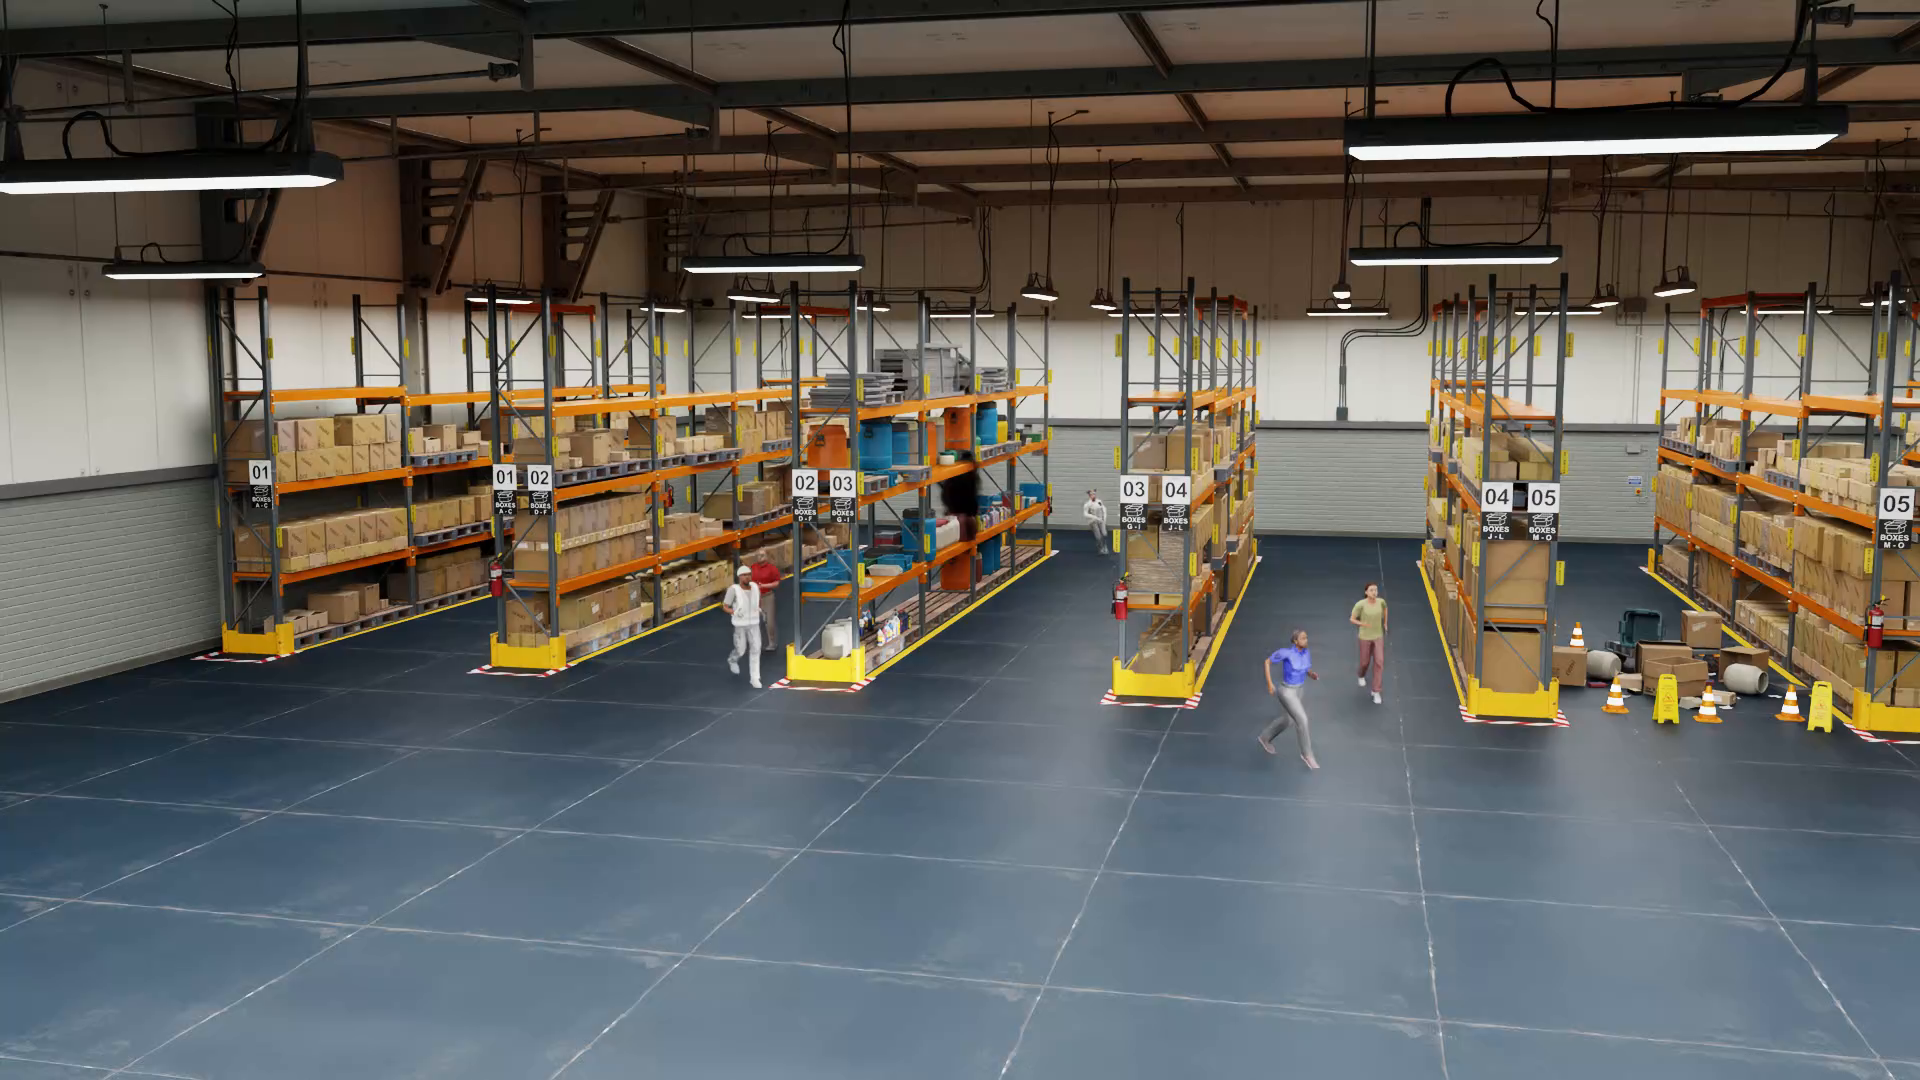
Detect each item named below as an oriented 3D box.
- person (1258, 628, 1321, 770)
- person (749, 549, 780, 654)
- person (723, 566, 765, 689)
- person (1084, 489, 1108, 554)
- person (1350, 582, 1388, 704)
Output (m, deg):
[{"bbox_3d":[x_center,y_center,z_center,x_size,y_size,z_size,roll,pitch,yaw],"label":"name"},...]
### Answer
[{"bbox_3d":[3.981,1.897,20.093,0.600,1.679,0.931,-6,9,-40],"label":"person"},{"bbox_3d":[-3.245,1.027,27.290,0.633,1.777,0.760,2,7,15],"label":"person"},{"bbox_3d":[-3.207,1.270,24.831,0.683,1.788,0.968,-4,7,-29],"label":"person"},{"bbox_3d":[3.316,-0.439,40.303,0.635,1.610,0.529,-2,7,-15],"label":"person"},{"bbox_3d":[5.892,1.433,23.927,0.606,1.690,0.974,-1,7,-5],"label":"person"}]
